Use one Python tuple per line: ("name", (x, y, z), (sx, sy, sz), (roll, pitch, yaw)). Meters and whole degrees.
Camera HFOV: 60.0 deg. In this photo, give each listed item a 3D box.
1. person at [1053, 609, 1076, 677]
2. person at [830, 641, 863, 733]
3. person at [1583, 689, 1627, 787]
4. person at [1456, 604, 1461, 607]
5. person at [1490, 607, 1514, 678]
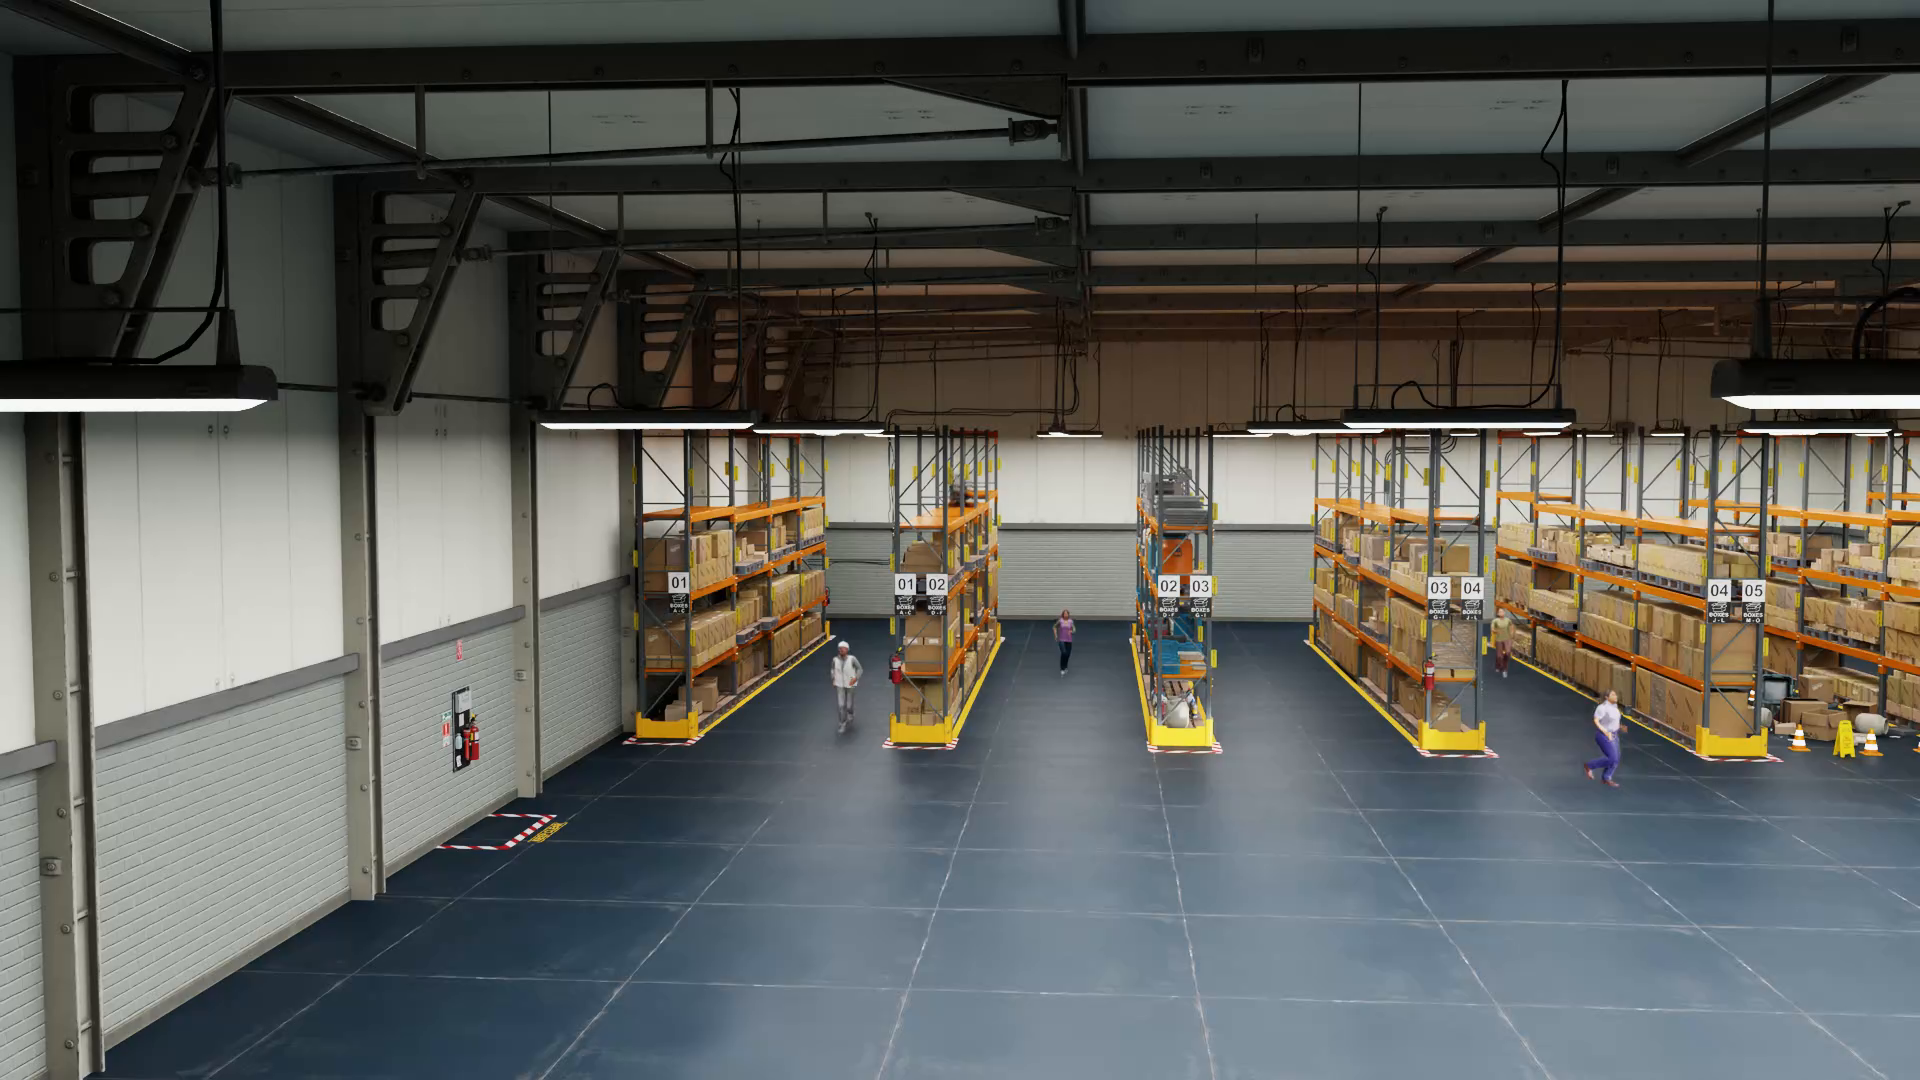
("person", (2.550, 2.497, 40.356), (0.503, 1.639, 0.703), (-1, 3, -11))
("person", (-2.238, 2.882, 32.845), (0.671, 1.794, 0.733), (1, 3, 9))
("person", (10.738, 3.269, 27.617), (0.596, 1.620, 0.600), (3, 5, 43))
("person", (13.401, 2.225, 43.825), (0.700, 1.748, 0.673), (1, 3, 10))
("person", (13.177, 2.482, 40.419), (0.579, 1.694, 0.720), (1, 3, 10))
